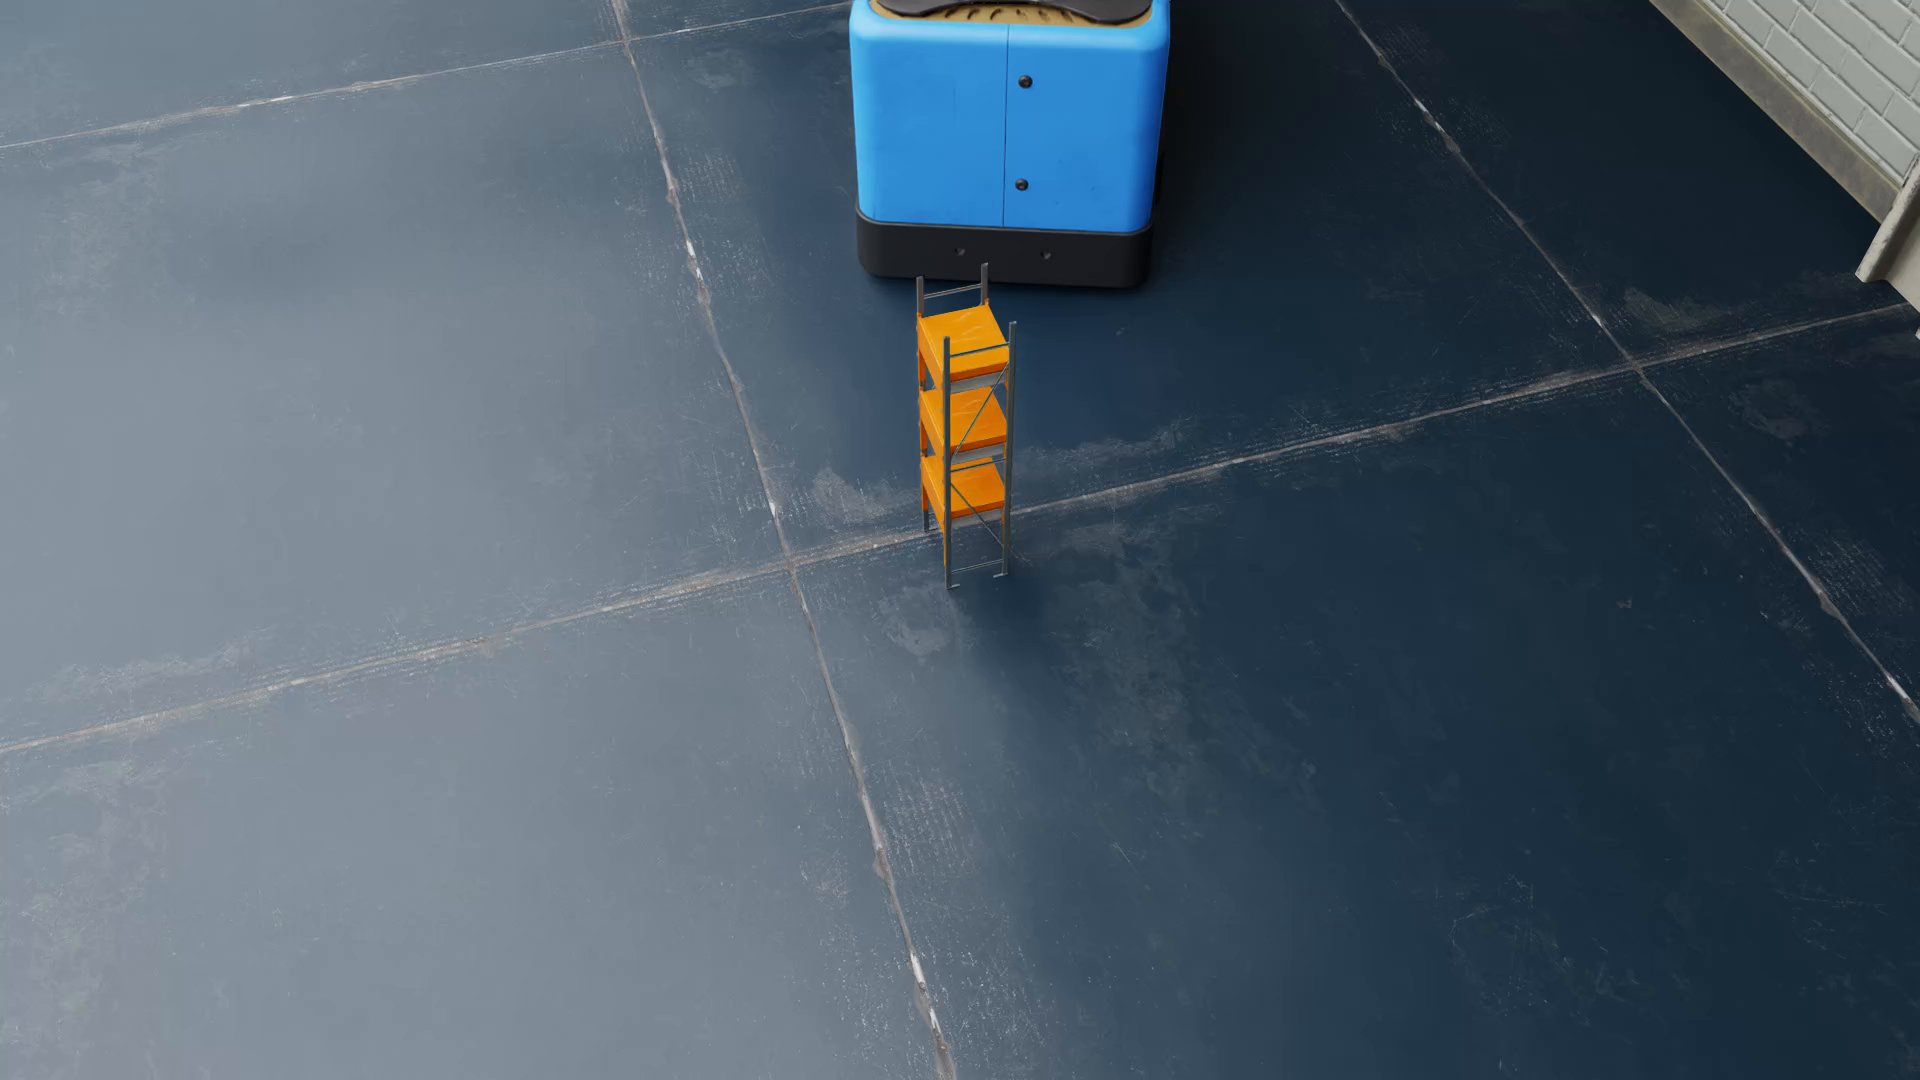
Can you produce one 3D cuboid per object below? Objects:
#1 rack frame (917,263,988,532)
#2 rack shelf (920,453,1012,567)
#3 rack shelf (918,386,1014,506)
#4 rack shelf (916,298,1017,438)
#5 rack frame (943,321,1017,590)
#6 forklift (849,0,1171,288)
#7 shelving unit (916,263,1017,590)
[{"bbox_3d":[-0.020,-0.388,4.891,0.200,1.050,0.008,-13,51,-11],"label":"rack frame"},{"bbox_3d":[0.016,-0.113,5.036,0.215,0.259,0.240,-13,51,-11],"label":"rack shelf"},{"bbox_3d":[0.016,-0.292,4.824,0.215,0.259,0.240,-13,51,-11],"label":"rack shelf"},{"bbox_3d":[0.016,-0.475,4.607,0.215,0.259,0.240,-13,51,-11],"label":"rack shelf"},{"bbox_3d":[0.052,-0.210,4.741,0.200,1.050,0.008,-13,51,-11],"label":"rack frame"},{"bbox_3d":[0.256,-2.972,5.838,1.130,2.935,3.031,3,50,3],"label":"forklift"},{"bbox_3d":[0.016,-0.299,4.816,0.215,1.050,0.252,-13,51,-11],"label":"shelving unit"}]
